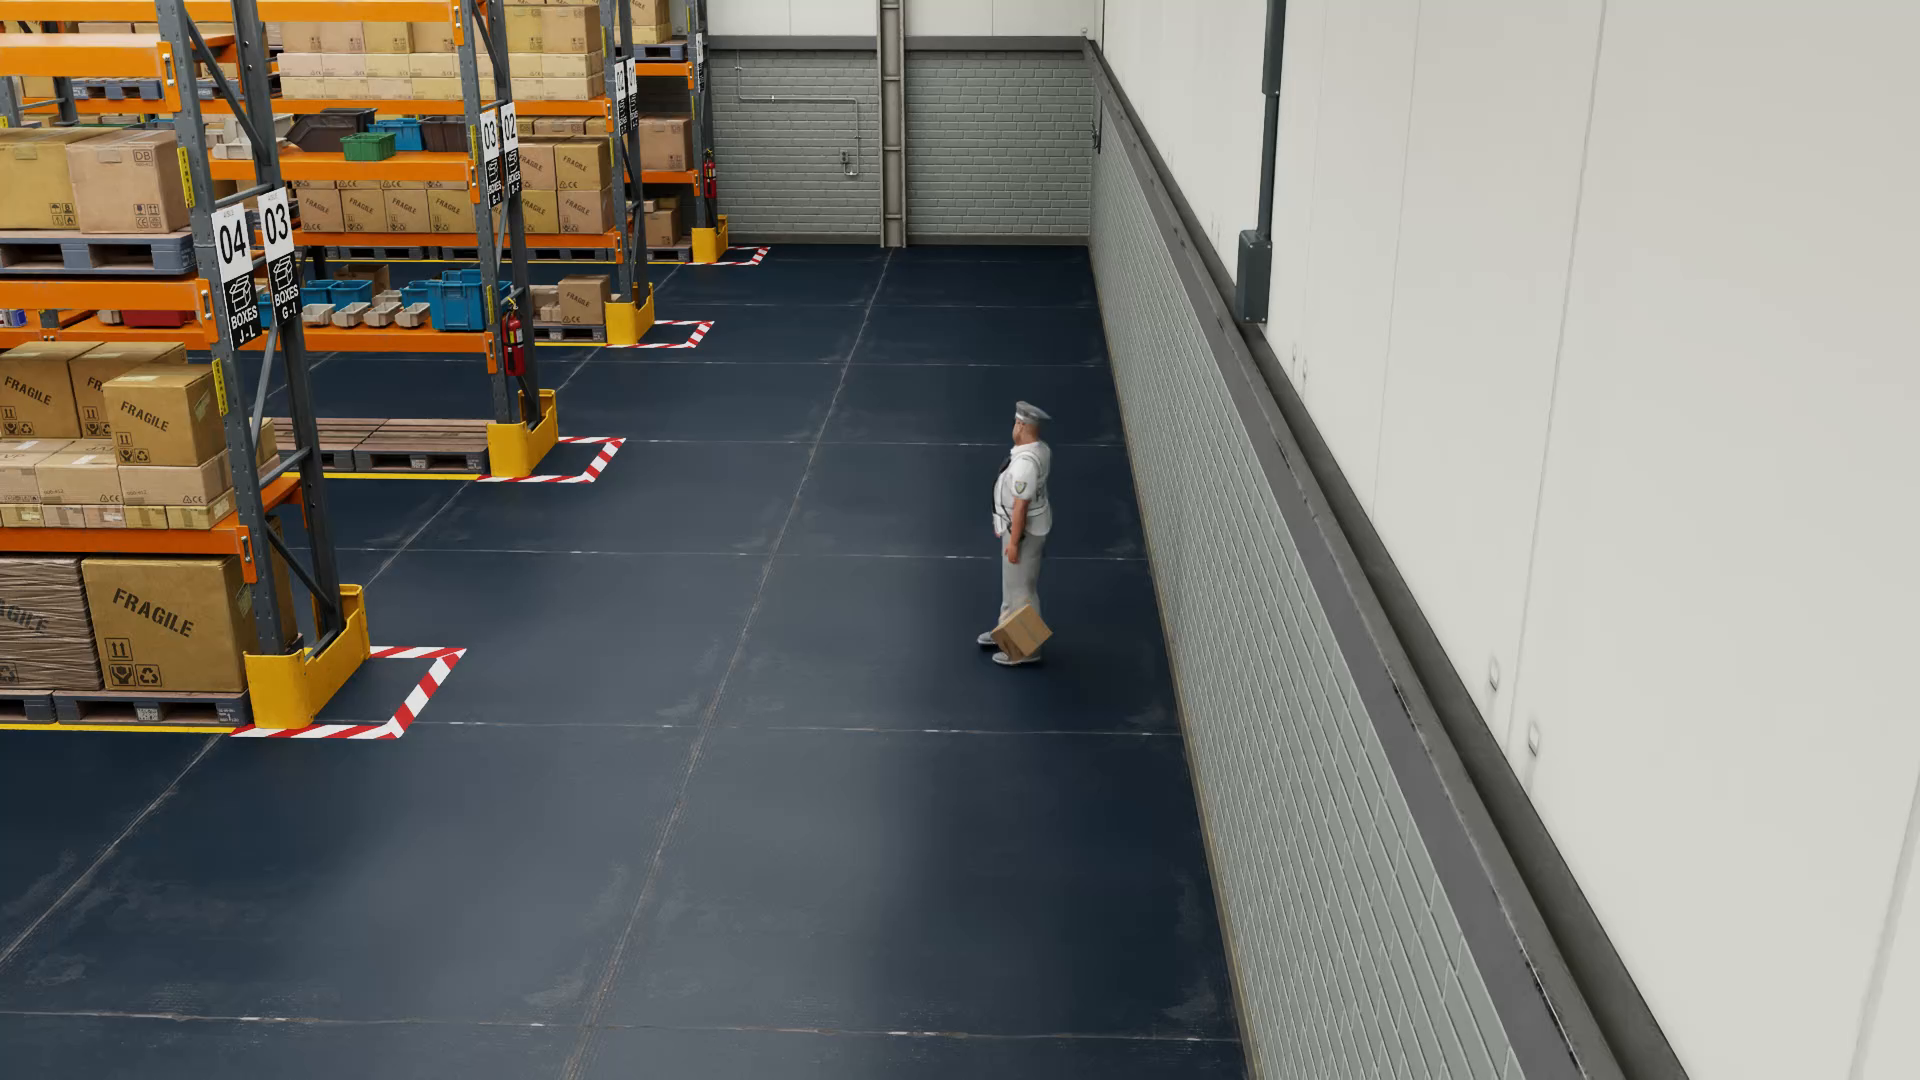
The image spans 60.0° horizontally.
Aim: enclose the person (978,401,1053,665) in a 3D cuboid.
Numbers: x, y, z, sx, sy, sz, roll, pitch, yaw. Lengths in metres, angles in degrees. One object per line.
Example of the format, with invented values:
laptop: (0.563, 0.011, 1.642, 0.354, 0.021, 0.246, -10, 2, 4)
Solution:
person: (0.363, -0.057, 11.176, 0.506, 1.764, 0.538, 4, 21, 11)
